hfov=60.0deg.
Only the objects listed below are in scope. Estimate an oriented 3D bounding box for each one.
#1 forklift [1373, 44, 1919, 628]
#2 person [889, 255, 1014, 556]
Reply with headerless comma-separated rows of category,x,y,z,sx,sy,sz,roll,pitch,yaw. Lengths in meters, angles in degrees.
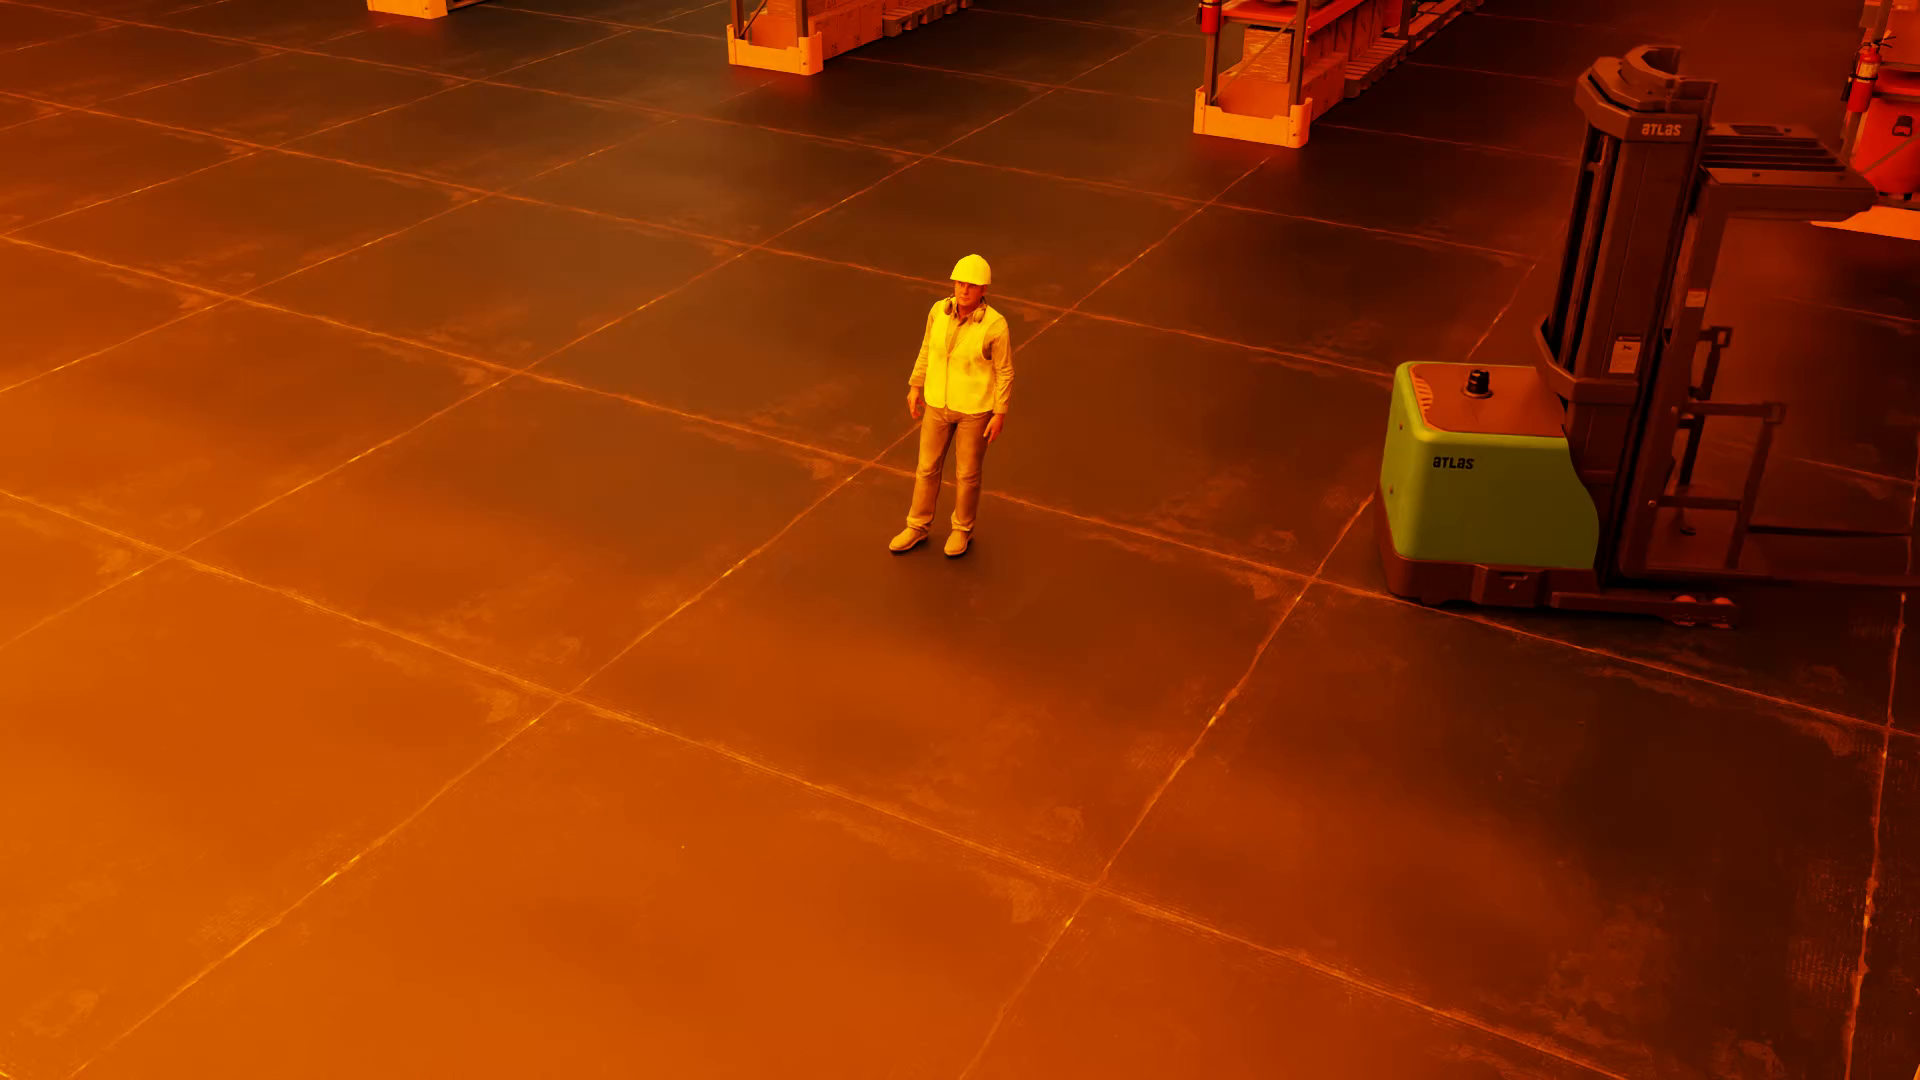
forklift,3.970,-1.065,8.916,3.031,2.935,1.130,3,30,6
person,-0.037,-0.749,9.511,0.634,1.775,0.566,15,33,25
